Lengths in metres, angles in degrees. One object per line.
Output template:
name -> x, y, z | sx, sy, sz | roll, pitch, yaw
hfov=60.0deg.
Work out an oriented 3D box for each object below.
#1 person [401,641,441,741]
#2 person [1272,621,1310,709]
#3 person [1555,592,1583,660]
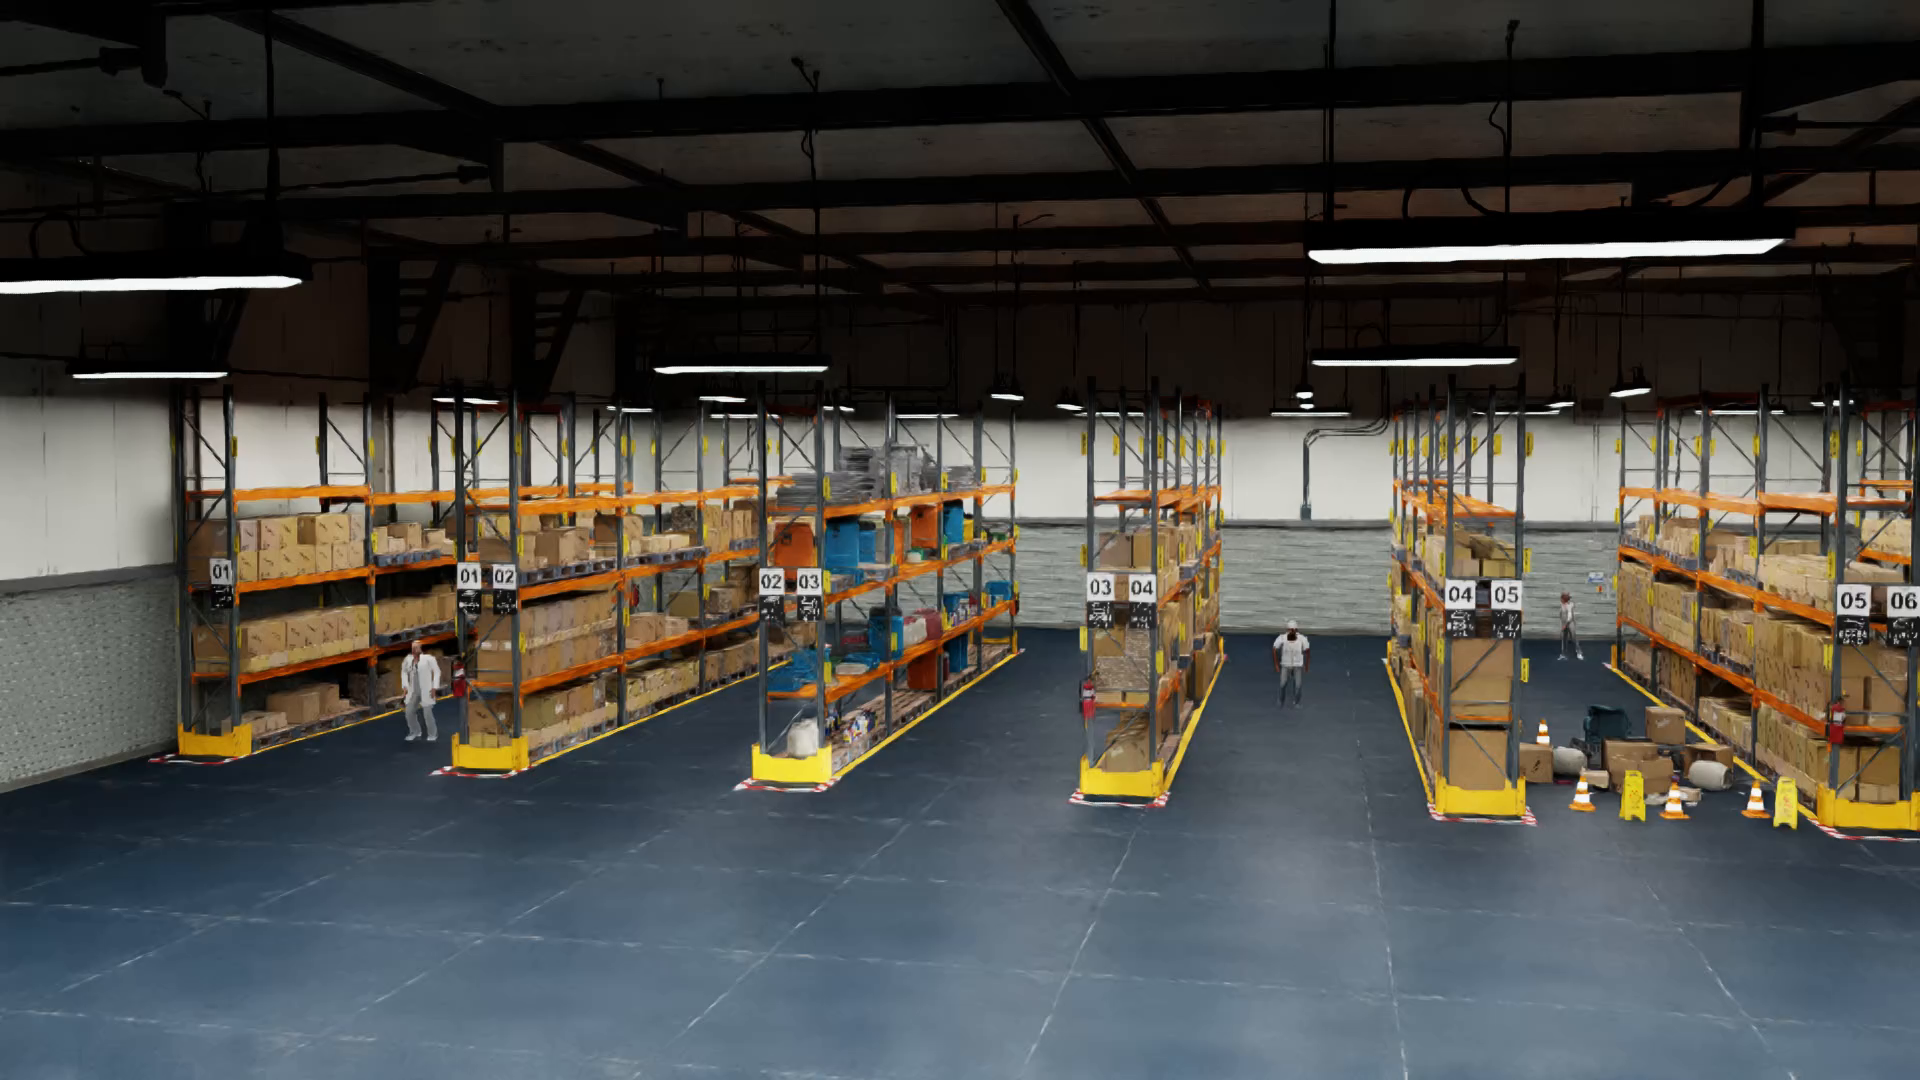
person -> -9.164, 2.559, 28.269 | 0.729, 1.731, 0.541 | 1, 3, 10
person -> 6.311, 2.379, 31.700 | 0.719, 1.714, 0.578 | 1, 3, 10
person -> 14.347, 2.022, 39.137 | 0.639, 1.586, 0.432 | -1, 3, -14
